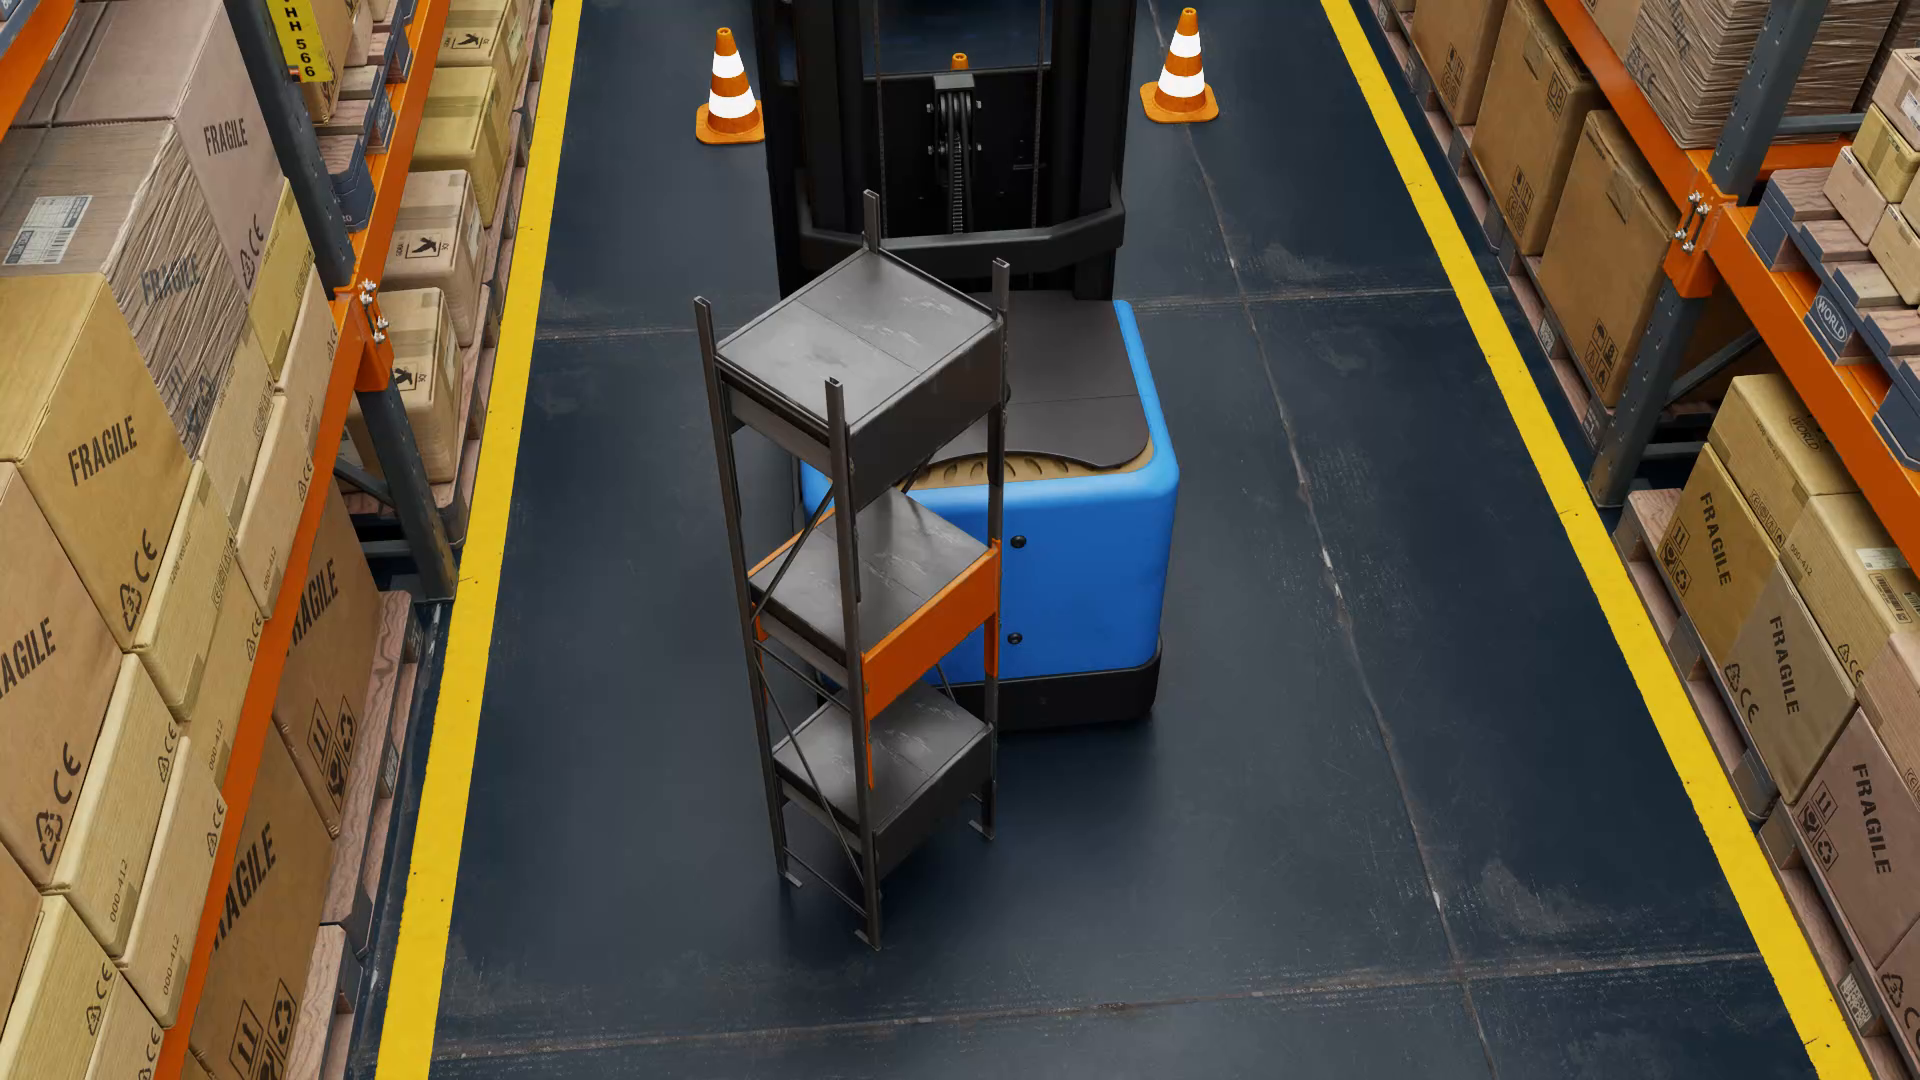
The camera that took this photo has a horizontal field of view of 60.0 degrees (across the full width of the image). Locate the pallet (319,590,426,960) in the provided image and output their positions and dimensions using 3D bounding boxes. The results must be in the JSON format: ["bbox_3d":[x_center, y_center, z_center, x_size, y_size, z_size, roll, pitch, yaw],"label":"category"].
[{"bbox_3d":[-2.199,0.695,4.946,1.003,0.211,1.213,-3,47,-3],"label":"pallet"}]

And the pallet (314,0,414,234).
[{"bbox_3d":[-2.356,-1.282,5.030,1.213,0.211,1.003,-3,47,-3],"label":"pallet"}]

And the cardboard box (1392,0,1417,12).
[{"bbox_3d":[2.541,-3.034,7.818,1.050,0.750,0.750,-4,47,-3],"label":"cardboard box"}]

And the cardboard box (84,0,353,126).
[{"bbox_3d":[-1.997,-1.459,4.503,0.500,0.500,0.500,-5,47,-4],"label":"cardboard box"}]

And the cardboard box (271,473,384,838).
[{"bbox_3d":[-2.215,0.252,4.619,0.875,0.875,0.875,-4,47,-4],"label":"cardboard box"}]

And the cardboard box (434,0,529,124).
[{"bbox_3d":[-2.415,-2.074,7.169,0.950,0.372,0.625,-1,47,-1],"label":"cardboard box"}]

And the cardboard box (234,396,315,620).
[{"bbox_3d":[-1.830,-0.068,3.852,0.500,0.250,0.500,-3,47,-3],"label":"cardboard box"}]

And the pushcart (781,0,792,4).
[{"bbox_3d":[-0.257,-3.006,8.337,1.648,0.377,0.936,-19,49,-17],"label":"pushcart"}]

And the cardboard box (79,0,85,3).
[{"bbox_3d":[-2.505,-1.432,4.477,0.500,0.500,0.500,-5,47,-4],"label":"cardboard box"}]

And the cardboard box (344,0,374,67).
[{"bbox_3d":[-1.999,-1.551,5.036,0.380,0.149,0.250,-6,47,-6],"label":"cardboard box"}]

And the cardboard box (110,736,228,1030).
[{"bbox_3d":[-1.733,0.664,3.158,0.500,0.250,0.500,-4,47,-4],"label":"cardboard box"}]

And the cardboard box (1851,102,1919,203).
[{"bbox_3d":[2.575,-1.011,4.321,0.380,0.149,0.250,-2,47,-2],"label":"cardboard box"}]

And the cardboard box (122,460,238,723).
[{"bbox_3d":[-1.786,0.116,3.333,0.500,0.250,0.500,-5,47,-4],"label":"cardboard box"}]

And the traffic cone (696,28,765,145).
[{"bbox_3d":[-1.026,-2.048,7.371,0.336,0.463,0.334,-3,47,-3],"label":"traffic cone"}]

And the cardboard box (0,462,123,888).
[{"bbox_3d":[-1.764,0.238,2.701,0.500,0.500,0.500,-4,47,-4],"label":"cardboard box"}]

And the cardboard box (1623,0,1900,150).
[{"bbox_3d":[2.429,-1.557,5.089,0.500,0.500,0.500,-3,47,-3],"label":"cardboard box"}]

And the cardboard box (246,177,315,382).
[{"bbox_3d":[-1.896,-0.624,4.034,0.500,0.250,0.500,-4,47,-3],"label":"cardboard box"}]

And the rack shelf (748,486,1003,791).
[{"bbox_3d":[-0.215,0.210,4.123,0.431,0.518,0.480,33,55,27],"label":"rack shelf"}]

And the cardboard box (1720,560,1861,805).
[{"bbox_3d":[2.585,0.393,4.744,0.500,0.500,0.500,-3,47,-3],"label":"cardboard box"}]

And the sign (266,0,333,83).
[{"bbox_3d":[-1.637,-1.273,4.092,0.100,0.325,0.005,-3,47,-3],"label":"sign"}]

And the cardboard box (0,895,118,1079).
[{"bbox_3d":[-1.698,0.857,2.631,0.500,0.250,0.500,-3,47,-3],"label":"cardboard box"}]

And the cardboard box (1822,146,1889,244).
[{"bbox_3d":[2.571,-0.935,4.453,0.380,0.149,0.250,-4,47,-4],"label":"cardboard box"}]

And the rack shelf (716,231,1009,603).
[{"bbox_3d":[-0.215,-0.271,3.615,0.431,0.518,0.480,33,55,27],"label":"rack shelf"}]

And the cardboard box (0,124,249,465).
[{"bbox_3d":[-1.835,-0.488,3.389,0.500,0.500,0.500,-3,47,-3],"label":"cardboard box"}]

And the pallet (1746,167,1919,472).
[{"bbox_3d":[2.900,-0.638,4.420,1.213,0.211,1.003,-3,47,-3],"label":"pallet"}]

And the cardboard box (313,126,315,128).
[{"bbox_3d":[-2.032,-1.143,4.651,0.380,0.149,0.250,-6,47,-6],"label":"cardboard box"}]

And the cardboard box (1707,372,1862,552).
[{"bbox_3d":[2.551,-0.242,4.829,0.500,0.250,0.500,-5,47,-5],"label":"cardboard box"}]

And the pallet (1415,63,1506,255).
[{"bbox_3d":[2.645,-1.709,7.224,1.003,0.211,1.213,-3,47,-3],"label":"pallet"}]

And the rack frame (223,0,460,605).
[{"bbox_3d":[-2.190,-0.839,4.478,1.000,3.000,0.127,-3,47,-3],"label":"rack frame"}]

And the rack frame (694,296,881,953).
[{"bbox_3d":[-0.376,0.334,3.987,0.400,2.100,0.015,33,55,27],"label":"rack frame"}]

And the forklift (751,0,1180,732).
[{"bbox_3d":[-0.072,-1.462,5.116,1.130,2.935,3.031,-5,47,-5],"label":"forklift"}]

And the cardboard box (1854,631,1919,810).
[{"bbox_3d":[2.622,0.484,4.142,0.500,0.250,0.500,-3,47,-3],"label":"cardboard box"}]

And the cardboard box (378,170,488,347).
[{"bbox_3d":[-2.297,-1.022,6.173,0.950,0.372,0.625,-4,47,-4],"label":"cardboard box"}]

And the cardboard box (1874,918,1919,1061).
[{"bbox_3d":[2.675,1.134,4.043,0.500,0.500,0.500,-4,47,-4],"label":"cardboard box"}]

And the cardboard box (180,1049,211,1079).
[{"bbox_3d":[-2.070,1.545,3.395,0.875,0.875,0.875,-2,47,-2],"label":"cardboard box"}]

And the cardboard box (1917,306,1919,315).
[{"bbox_3d":[2.616,-0.545,4.084,0.380,0.149,0.250,-1,47,-1],"label":"cardboard box"}]

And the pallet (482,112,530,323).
[{"bbox_3d":[-2.353,-1.326,6.860,1.003,0.211,1.213,-3,47,-3],"label":"pallet"}]

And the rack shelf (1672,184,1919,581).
[{"bbox_3d":[2.902,0.482,3.723,1.077,0.370,4.000,-3,47,-3],"label":"rack shelf"}]

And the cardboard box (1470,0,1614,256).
[{"bbox_3d":[2.697,-1.662,6.518,1.050,0.750,0.750,-3,47,-3],"label":"cardboard box"}]

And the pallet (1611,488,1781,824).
[{"bbox_3d":[2.798,0.312,5.309,1.003,0.211,1.213,-3,47,-3],"label":"pallet"}]

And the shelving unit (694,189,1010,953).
[{"bbox_3d":[-0.215,0.201,4.113,0.431,2.100,0.503,33,55,27],"label":"shelving unit"}]

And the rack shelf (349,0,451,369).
[{"bbox_3d":[-2.357,-2.038,6.110,1.077,0.370,4.000,-3,47,-3],"label":"rack shelf"}]
